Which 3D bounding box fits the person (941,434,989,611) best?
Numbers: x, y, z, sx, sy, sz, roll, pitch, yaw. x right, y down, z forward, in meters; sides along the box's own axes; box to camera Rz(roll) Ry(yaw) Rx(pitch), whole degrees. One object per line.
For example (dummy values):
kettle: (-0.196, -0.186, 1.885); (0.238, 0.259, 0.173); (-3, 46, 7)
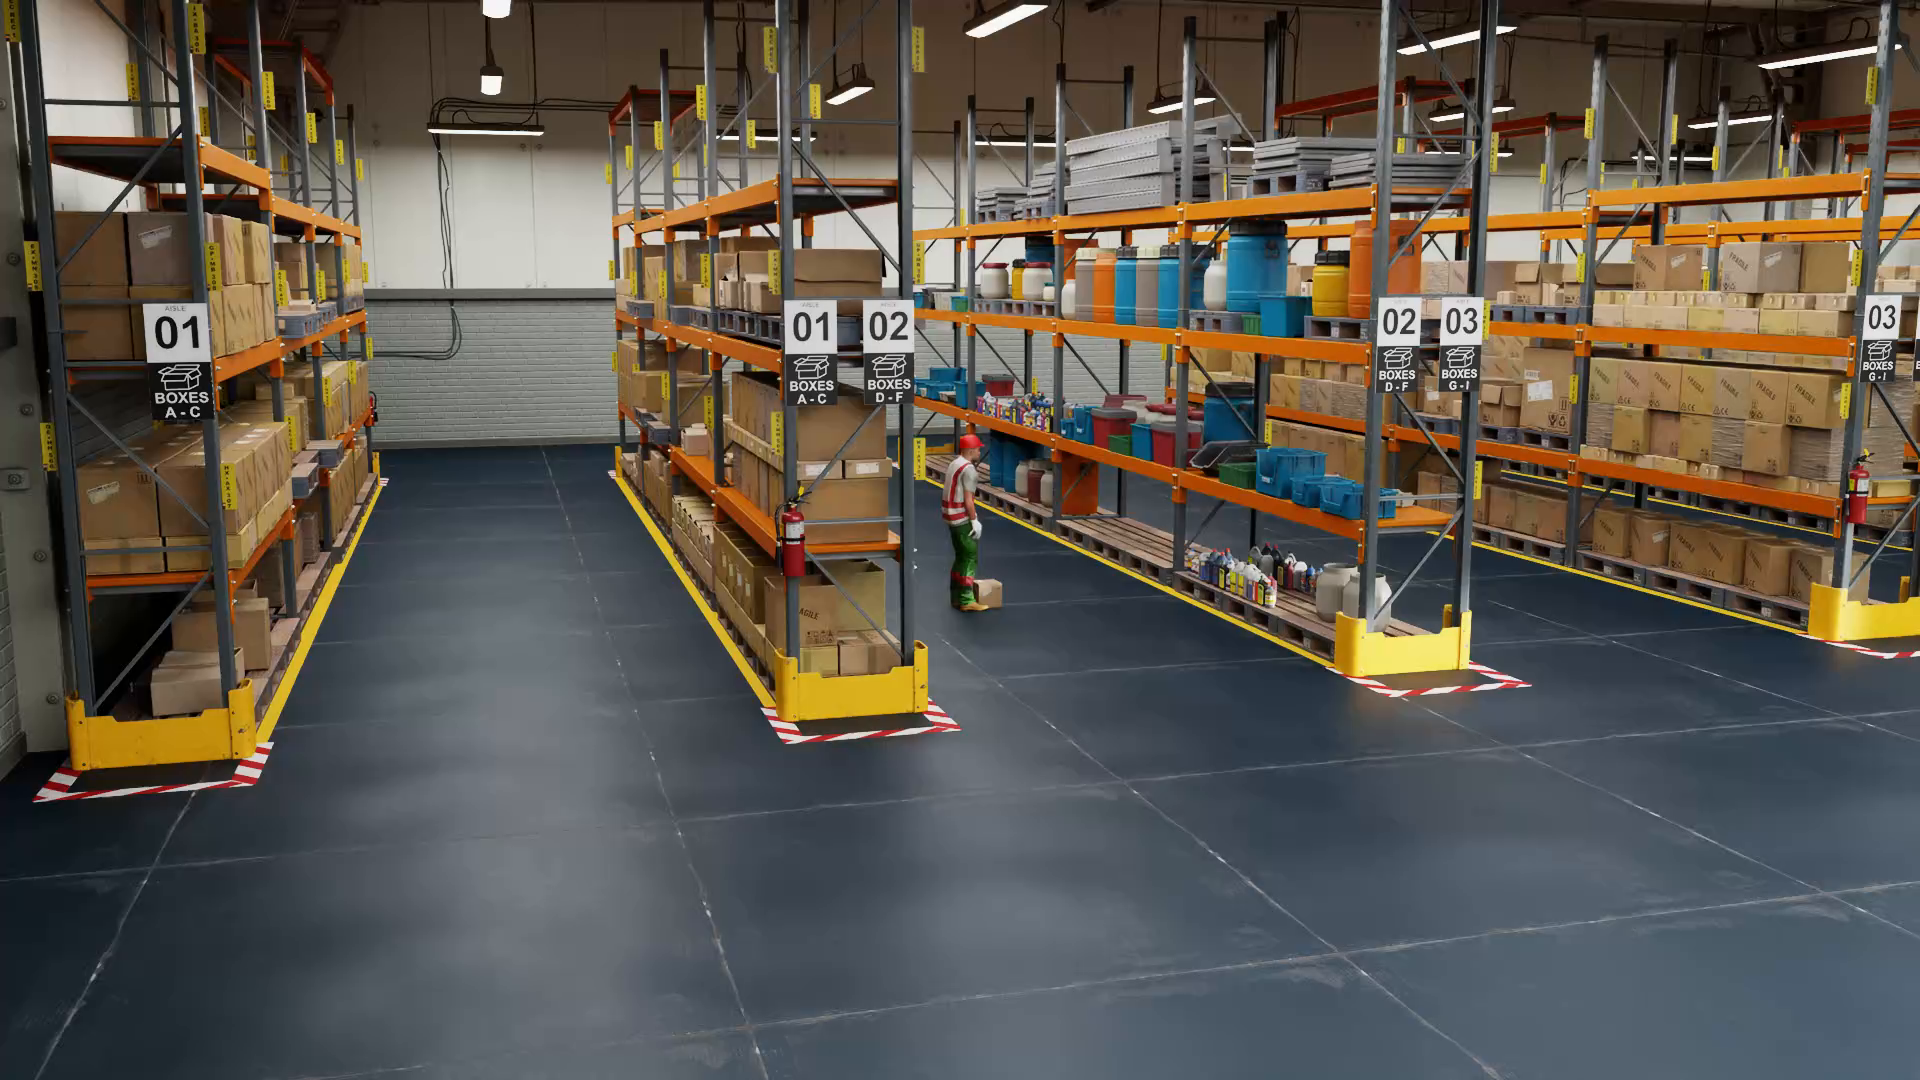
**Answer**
person: (0.055, -0.188, 16.997); (0.453, 1.778, 0.616); (-3, 10, -20)
